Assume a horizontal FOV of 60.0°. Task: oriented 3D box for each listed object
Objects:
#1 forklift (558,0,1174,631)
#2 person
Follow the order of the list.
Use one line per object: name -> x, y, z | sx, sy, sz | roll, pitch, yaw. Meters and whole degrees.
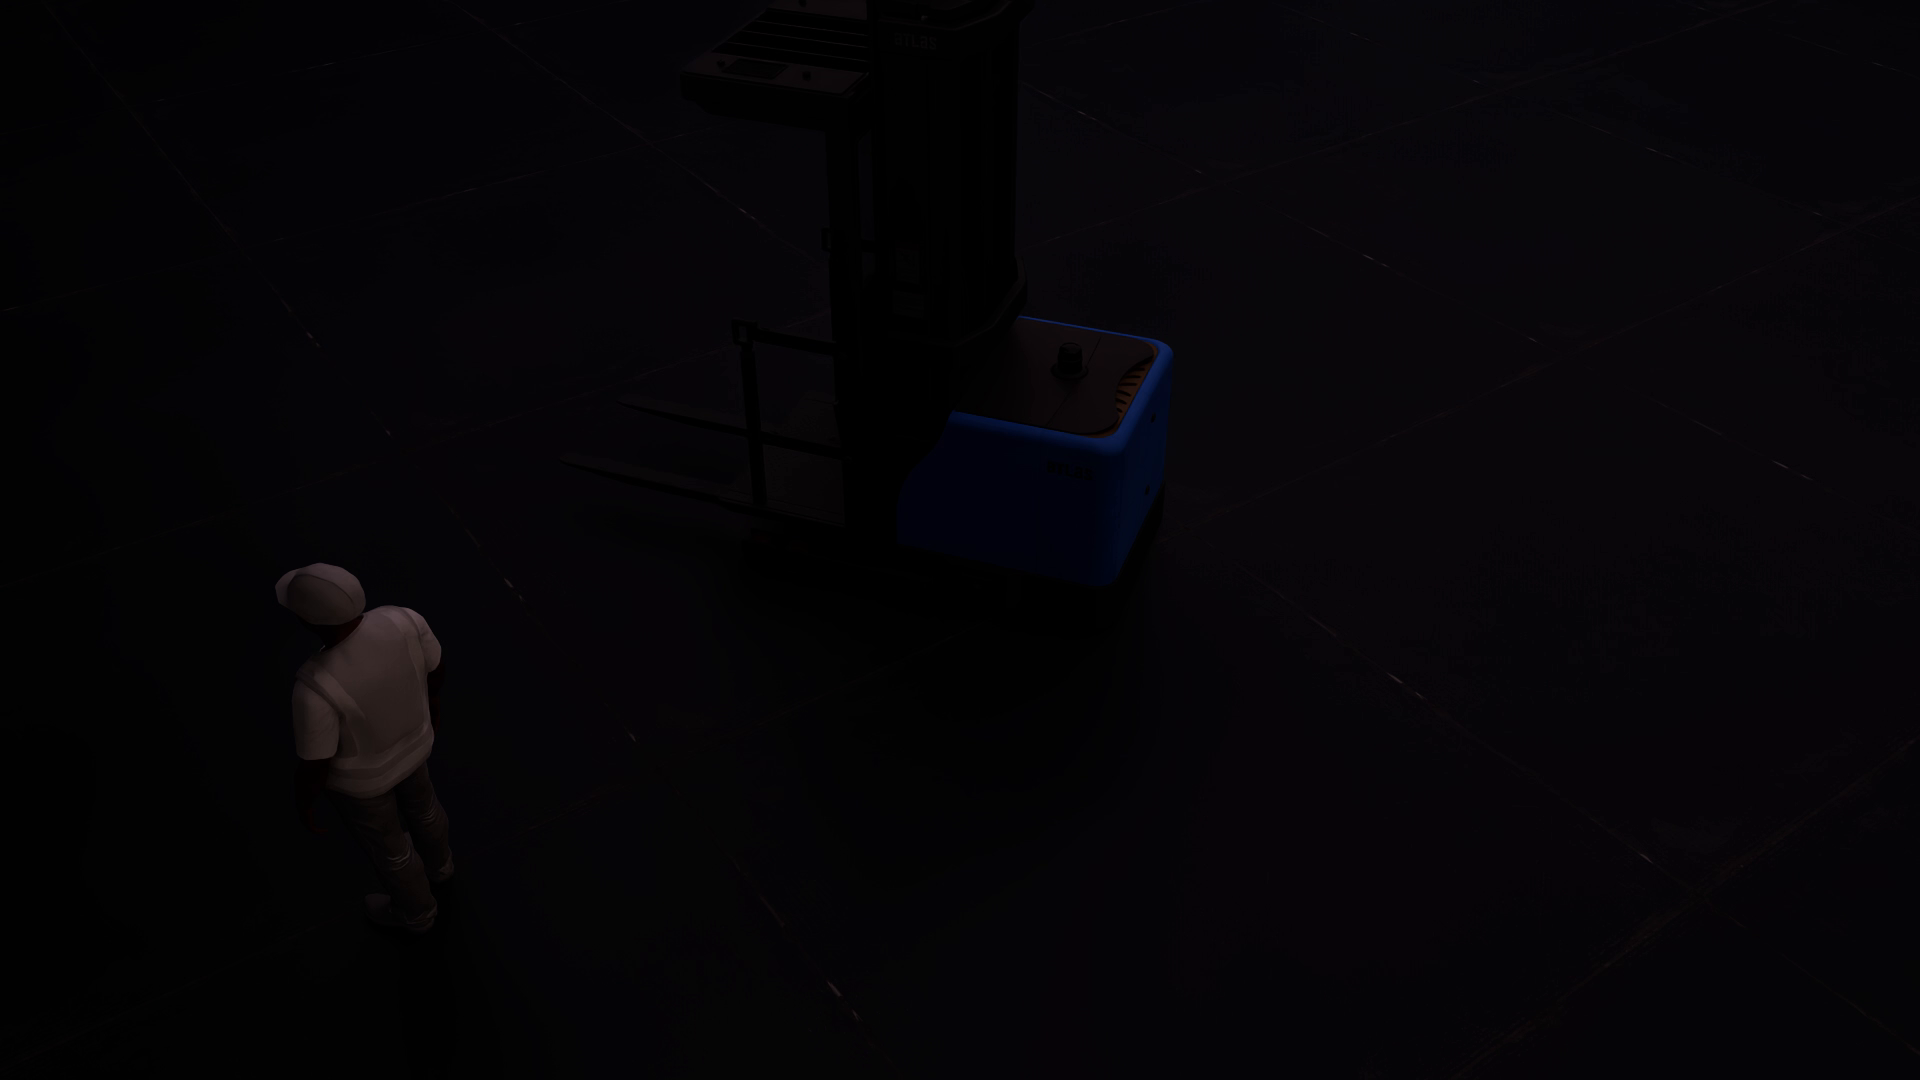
forklift -> -0.547, -1.291, 7.691 | 3.031, 2.935, 1.130 | 12, 38, 16
person -> -2.134, 0.737, 5.915 | 0.579, 1.765, 0.666 | 19, 41, 24
